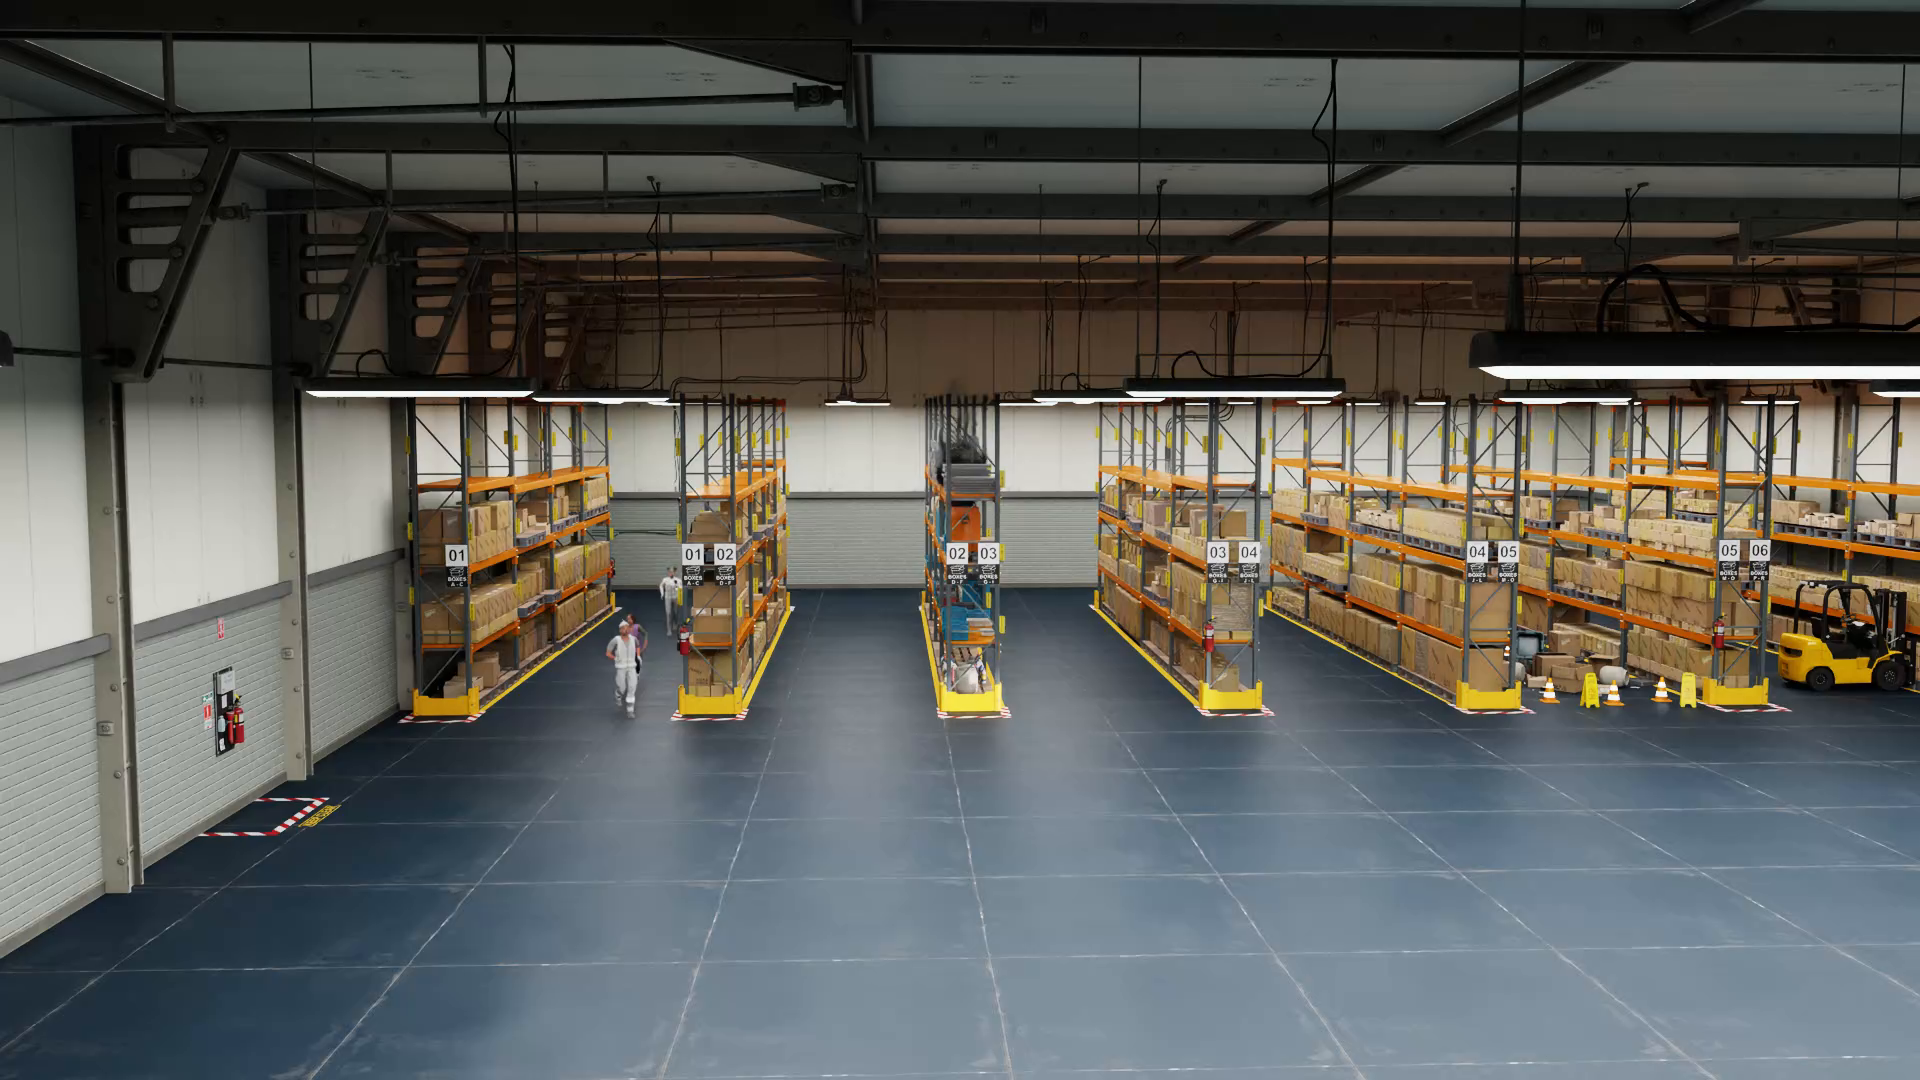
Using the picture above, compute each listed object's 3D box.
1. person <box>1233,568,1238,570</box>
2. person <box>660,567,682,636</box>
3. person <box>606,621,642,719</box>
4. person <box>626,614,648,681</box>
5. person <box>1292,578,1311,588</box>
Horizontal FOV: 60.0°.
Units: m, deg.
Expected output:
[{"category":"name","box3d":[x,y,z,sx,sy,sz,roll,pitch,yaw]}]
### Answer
[{"category":"person","box3d":[7.813,1.069,48.303,0.541,1.681,0.764,-4,6,-45]},{"category":"person","box3d":[-7.324,1.522,42.224,0.581,1.709,0.903,-1,5,-10]},{"category":"person","box3d":[-6.229,2.387,30.905,0.660,1.765,0.982,-2,5,-27]},{"category":"person","box3d":[-6.659,2.277,33.898,0.560,1.558,0.605,0,5,-1]},{"category":"person","box3d":[10.146,0.989,49.565,0.892,1.585,0.537,-2,5,-23]}]
